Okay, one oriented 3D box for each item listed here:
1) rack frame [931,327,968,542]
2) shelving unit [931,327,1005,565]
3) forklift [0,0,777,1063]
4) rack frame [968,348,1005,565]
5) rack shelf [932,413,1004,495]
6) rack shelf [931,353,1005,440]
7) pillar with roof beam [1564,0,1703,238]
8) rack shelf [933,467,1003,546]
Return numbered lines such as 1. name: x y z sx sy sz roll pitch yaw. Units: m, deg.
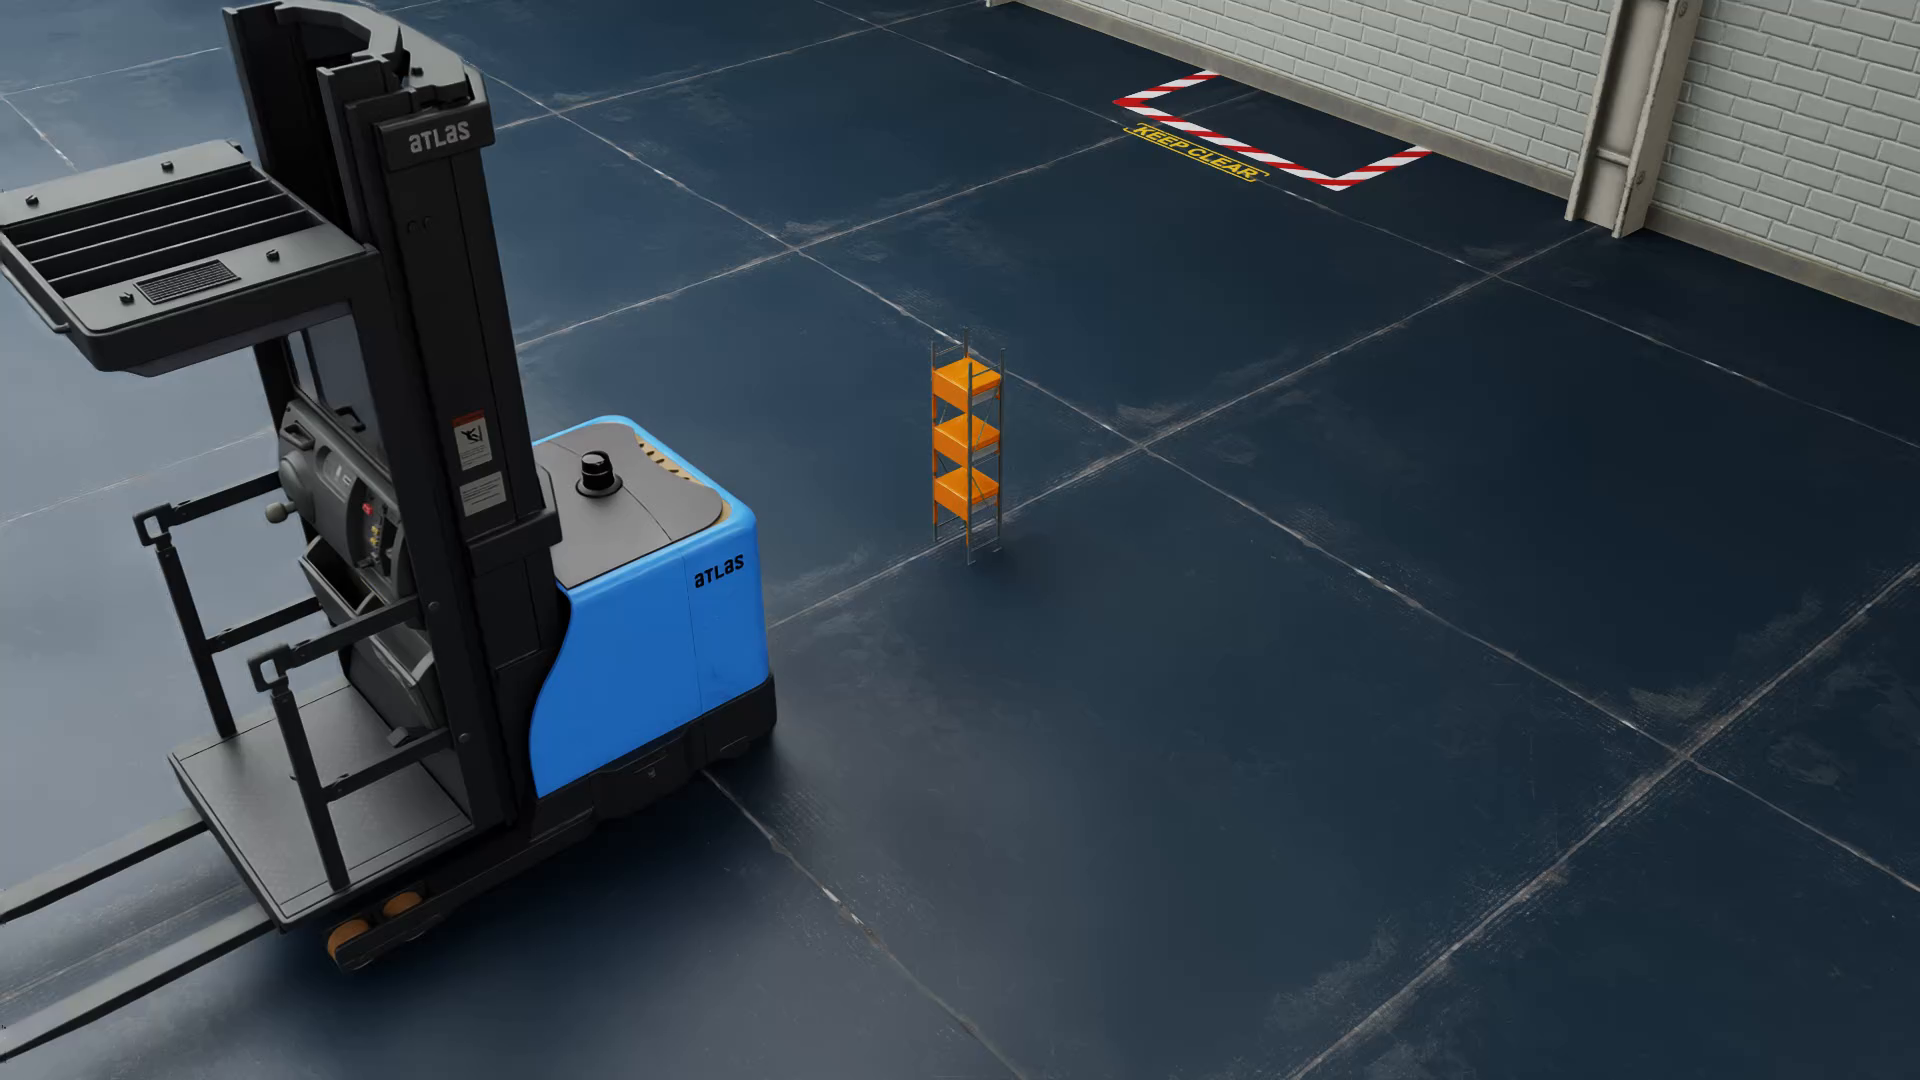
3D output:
1. rack frame: -0.044 -0.459 7.489 0.200 1.050 0.008 -26 43 -32
2. shelving unit: 0.035 -0.405 7.413 0.215 1.050 0.252 -26 43 -32
3. forklift: -2.175 -0.076 5.321 3.031 2.935 1.130 -26 43 -32
4. rack frame: 0.113 -0.351 7.337 0.200 1.050 0.008 -26 43 -32
5. rack shelf: 0.035 -0.396 7.419 0.215 0.259 0.240 -26 43 -32
6. rack shelf: 0.035 -0.628 7.255 0.215 0.259 0.240 -26 43 -32
7. pillar with roof beam: 0.828 -4.098 5.750 9.100 9.000 0.400 -26 43 -32
8. rack shelf: 0.035 -0.169 7.580 0.215 0.259 0.240 -26 43 -32
